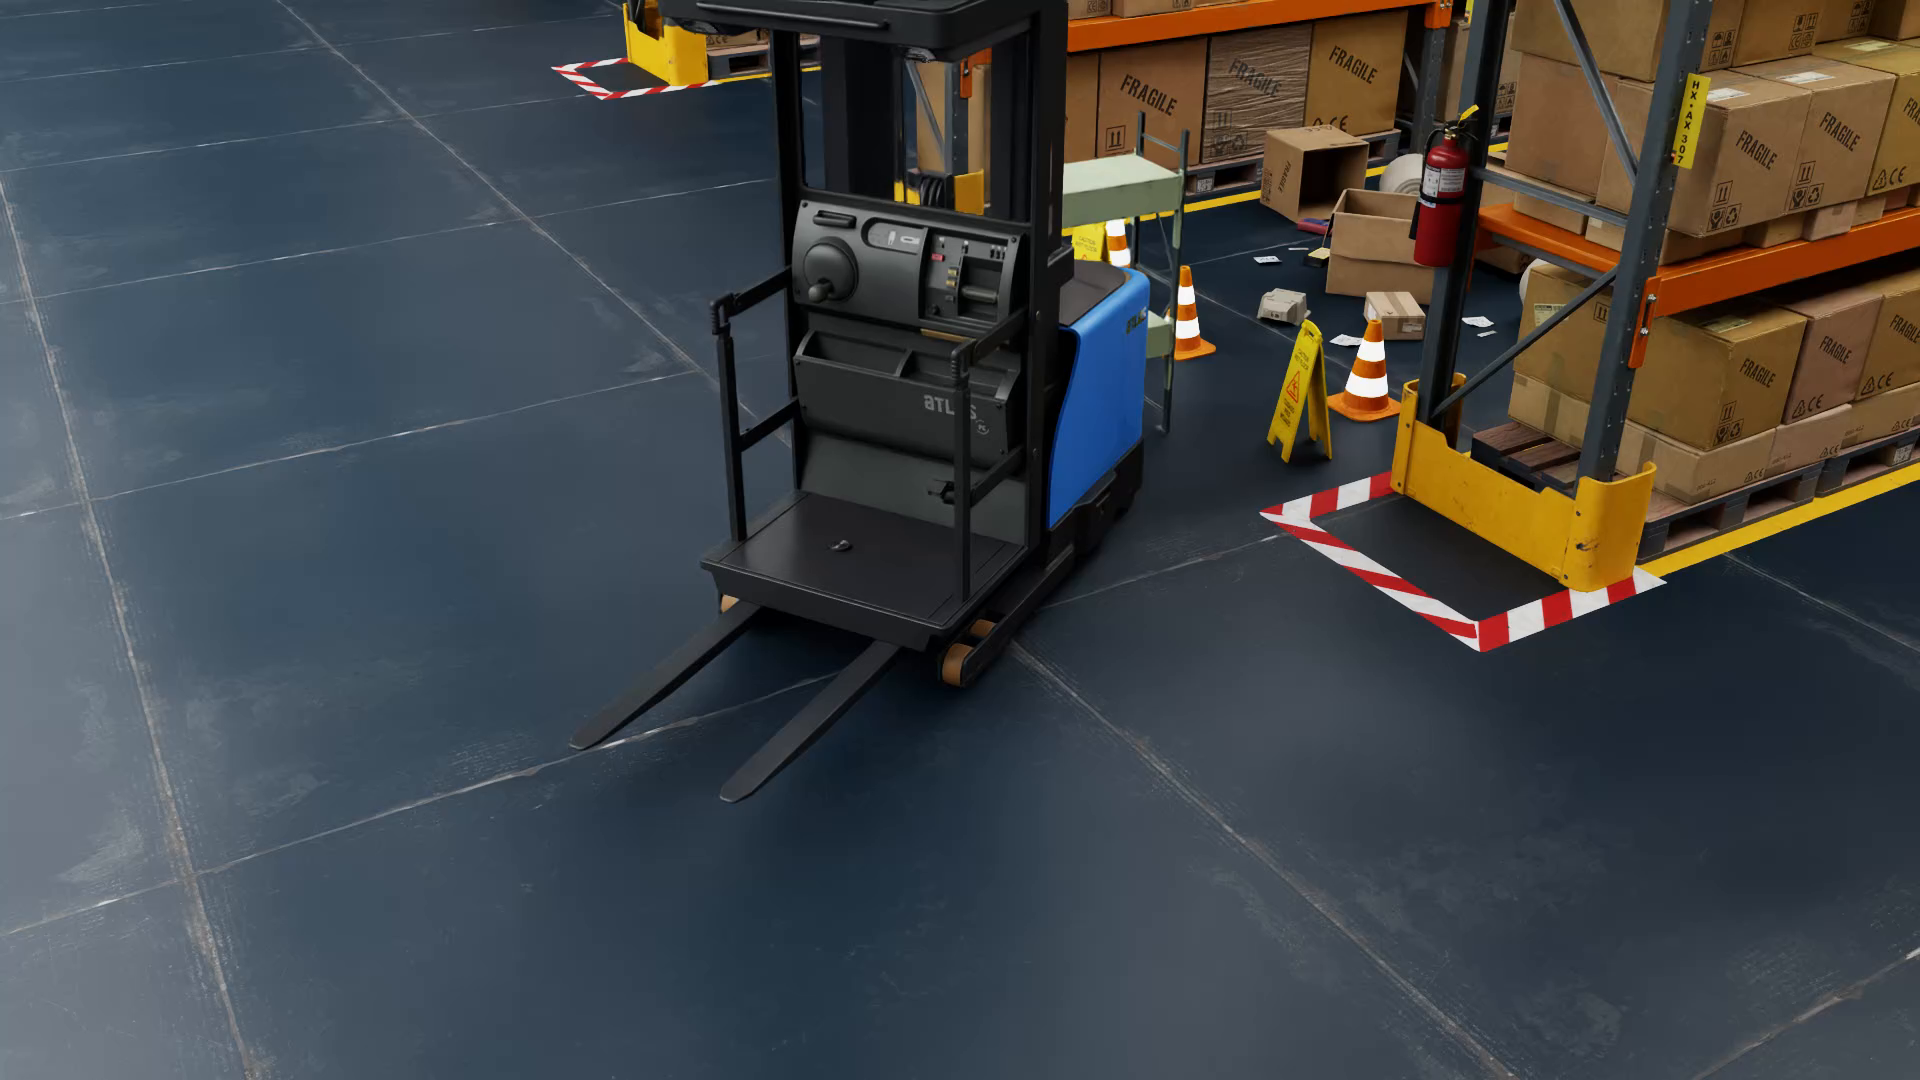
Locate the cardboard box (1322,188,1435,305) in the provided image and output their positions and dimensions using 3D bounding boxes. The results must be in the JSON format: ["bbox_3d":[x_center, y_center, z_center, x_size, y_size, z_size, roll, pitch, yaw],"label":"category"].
[{"bbox_3d":[2.578,-1.744,9.889,0.797,0.503,0.637,10,30,17],"label":"cardboard box"}]

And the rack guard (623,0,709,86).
[{"bbox_3d":[-2.609,-4.405,14.714,0.348,0.500,1.175,-16,33,-26],"label":"rack guard"}]

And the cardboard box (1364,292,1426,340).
[{"bbox_3d":[2.452,-1.266,9.391,0.250,0.149,0.380,0,29,0],"label":"cardboard box"}]

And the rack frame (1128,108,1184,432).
[{"bbox_3d":[0.937,-1.282,8.021,0.023,1.500,0.400,-9,30,-16],"label":"rack frame"}]

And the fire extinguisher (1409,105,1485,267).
[{"bbox_3d":[2.014,-1.482,6.912,0.183,0.674,0.296,-16,33,-26],"label":"fire extinguisher"}]

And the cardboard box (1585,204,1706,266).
[{"bbox_3d":[2.744,-1.239,6.651,0.250,0.149,0.380,-16,33,-26],"label":"cardboard box"}]

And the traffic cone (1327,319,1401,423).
[{"bbox_3d":[2.064,-0.884,8.373,0.334,0.463,0.336,-16,33,-26],"label":"traffic cone"}]

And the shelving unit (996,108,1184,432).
[{"bbox_3d":[0.589,-1.228,7.922,0.755,1.500,0.431,-9,30,-16],"label":"shelving unit"}]

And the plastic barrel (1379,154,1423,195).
[{"bbox_3d":[2.999,-2.324,11.023,0.421,0.421,0.512,5,29,8],"label":"plastic barrel"}]

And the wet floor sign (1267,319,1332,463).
[{"bbox_3d":[1.640,-0.721,7.888,0.232,0.644,0.267,-5,29,-9],"label":"wet floor sign"}]

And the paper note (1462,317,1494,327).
[{"bbox_3d":[2.961,-1.253,9.501,0.142,0.019,0.148,-5,29,-9],"label":"paper note"}]

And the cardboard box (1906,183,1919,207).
[{"bbox_3d":[4.112,-1.600,7.305,0.250,0.149,0.380,-17,33,-28],"label":"cardboard box"}]

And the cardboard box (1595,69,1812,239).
[{"bbox_3d":[2.895,-1.527,6.501,0.500,0.500,0.500,-16,33,-27],"label":"cardboard box"}]

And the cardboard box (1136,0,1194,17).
[{"bbox_3d":[1.058,-3.793,10.864,0.550,0.550,0.875,-16,33,-26],"label":"cardboard box"}]

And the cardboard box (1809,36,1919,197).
[{"bbox_3d":[3.779,-1.780,6.960,0.500,0.500,0.500,-17,33,-27],"label":"cardboard box"}]

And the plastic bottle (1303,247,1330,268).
[{"bbox_3d":[2.276,-1.777,10.406,0.133,0.061,0.283,22,36,34],"label":"plastic bottle"}]

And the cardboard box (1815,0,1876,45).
[{"bbox_3d":[3.504,-2.469,7.172,0.500,0.500,0.700,-16,33,-27],"label":"cardboard box"}]

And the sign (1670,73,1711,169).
[{"bbox_3d":[2.621,-1.505,5.977,0.005,0.325,0.100,-16,33,-26],"label":"sign"}]

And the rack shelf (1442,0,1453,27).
[{"bbox_3d":[4.924,-4.543,13.123,4.000,0.370,1.077,-16,33,-26],"label":"rack shelf"}]

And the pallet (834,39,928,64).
[{"bbox_3d":[-0.840,-4.759,15.655,1.213,0.211,1.003,-16,33,-26],"label":"pallet"}]

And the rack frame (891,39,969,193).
[{"bbox_3d":[-0.249,-3.390,10.288,0.127,3.000,1.000,-16,33,-26],"label":"rack frame"}]

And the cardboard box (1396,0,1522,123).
[{"bbox_3d":[3.690,-3.757,12.847,0.750,0.750,1.050,-16,33,-27],"label":"cardboard box"}]

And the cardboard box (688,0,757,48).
[{"bbox_3d":[-2.127,-4.716,14.843,0.500,0.500,0.500,-10,30,-17],"label":"cardboard box"}]

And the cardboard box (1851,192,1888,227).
[{"bbox_3d":[3.673,-1.458,7.048,0.250,0.149,0.380,-15,32,-25],"label":"cardboard box"}]

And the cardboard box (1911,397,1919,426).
[{"bbox_3d":[4.527,-0.798,8.002,0.500,0.250,0.500,-15,32,-26],"label":"cardboard box"}]

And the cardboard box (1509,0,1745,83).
[{"bbox_3d":[2.676,-2.180,6.650,0.500,0.500,0.700,-17,33,-28],"label":"cardboard box"}]

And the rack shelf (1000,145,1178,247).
[{"bbox_3d":[0.589,-1.569,7.734,0.720,0.370,0.431,-9,30,-16],"label":"rack shelf"}]

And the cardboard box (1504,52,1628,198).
[{"bbox_3d":[2.675,-1.774,6.949,0.500,0.500,0.500,-16,33,-27],"label":"cardboard box"}]

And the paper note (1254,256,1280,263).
[{"bbox_3d":[1.928,-1.755,10.401,0.142,0.017,0.144,-5,29,-9],"label":"paper note"}]

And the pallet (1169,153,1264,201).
[{"bbox_3d":[1.452,-2.694,11.913,1.213,0.211,1.003,-16,33,-26],"label":"pallet"}]

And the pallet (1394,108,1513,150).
[{"bbox_3d":[3.827,-3.368,13.135,1.213,0.211,1.003,-16,33,-26],"label":"pallet"}]

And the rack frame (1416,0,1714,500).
[{"bbox_3d":[2.346,-1.352,6.596,0.127,3.000,1.000,-16,33,-26],"label":"rack frame"}]

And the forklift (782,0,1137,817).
[{"bbox_3d":[-0.001,-0.955,5.946,1.130,2.935,3.031,0,29,0],"label":"forklift"}]

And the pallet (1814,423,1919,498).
[{"bbox_3d":[4.181,-0.631,8.175,1.213,0.211,1.003,-16,33,-26],"label":"pallet"}]

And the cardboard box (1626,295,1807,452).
[{"bbox_3d":[3.202,-0.749,7.138,0.500,0.500,0.500,-17,33,-28],"label":"cardboard box"}]

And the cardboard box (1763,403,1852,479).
[{"bbox_3d":[3.626,-0.536,7.529,0.500,0.250,0.500,-15,32,-25],"label":"cardboard box"}]

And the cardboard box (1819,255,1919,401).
[{"bbox_3d":[4.087,-0.998,7.589,0.500,0.500,0.500,-15,32,-25],"label":"cardboard box"}]

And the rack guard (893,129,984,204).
[{"bbox_3d":[-0.269,-2.289,10.881,0.348,0.500,1.175,-16,33,-26],"label":"rack guard"}]

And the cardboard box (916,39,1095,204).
[{"bbox_3d":[0.303,-2.837,11.050,0.875,0.875,0.875,-16,33,-26],"label":"cardboard box"}]

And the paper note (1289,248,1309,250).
[{"bbox_3d":[2.160,-1.857,10.604,0.123,0.001,0.032,0,29,0],"label":"paper note"}]

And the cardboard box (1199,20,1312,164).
[{"bbox_3d":[1.847,-3.275,11.845,0.875,0.875,0.875,-16,33,-26],"label":"cardboard box"}]

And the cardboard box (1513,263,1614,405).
[{"bbox_3d":[2.905,-0.965,7.530,0.500,0.500,0.500,-16,33,-26],"label":"cardboard box"}]

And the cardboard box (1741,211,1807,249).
[{"bbox_3d":[3.224,-1.338,6.830,0.250,0.149,0.380,-17,33,-28],"label":"cardboard box"}]
